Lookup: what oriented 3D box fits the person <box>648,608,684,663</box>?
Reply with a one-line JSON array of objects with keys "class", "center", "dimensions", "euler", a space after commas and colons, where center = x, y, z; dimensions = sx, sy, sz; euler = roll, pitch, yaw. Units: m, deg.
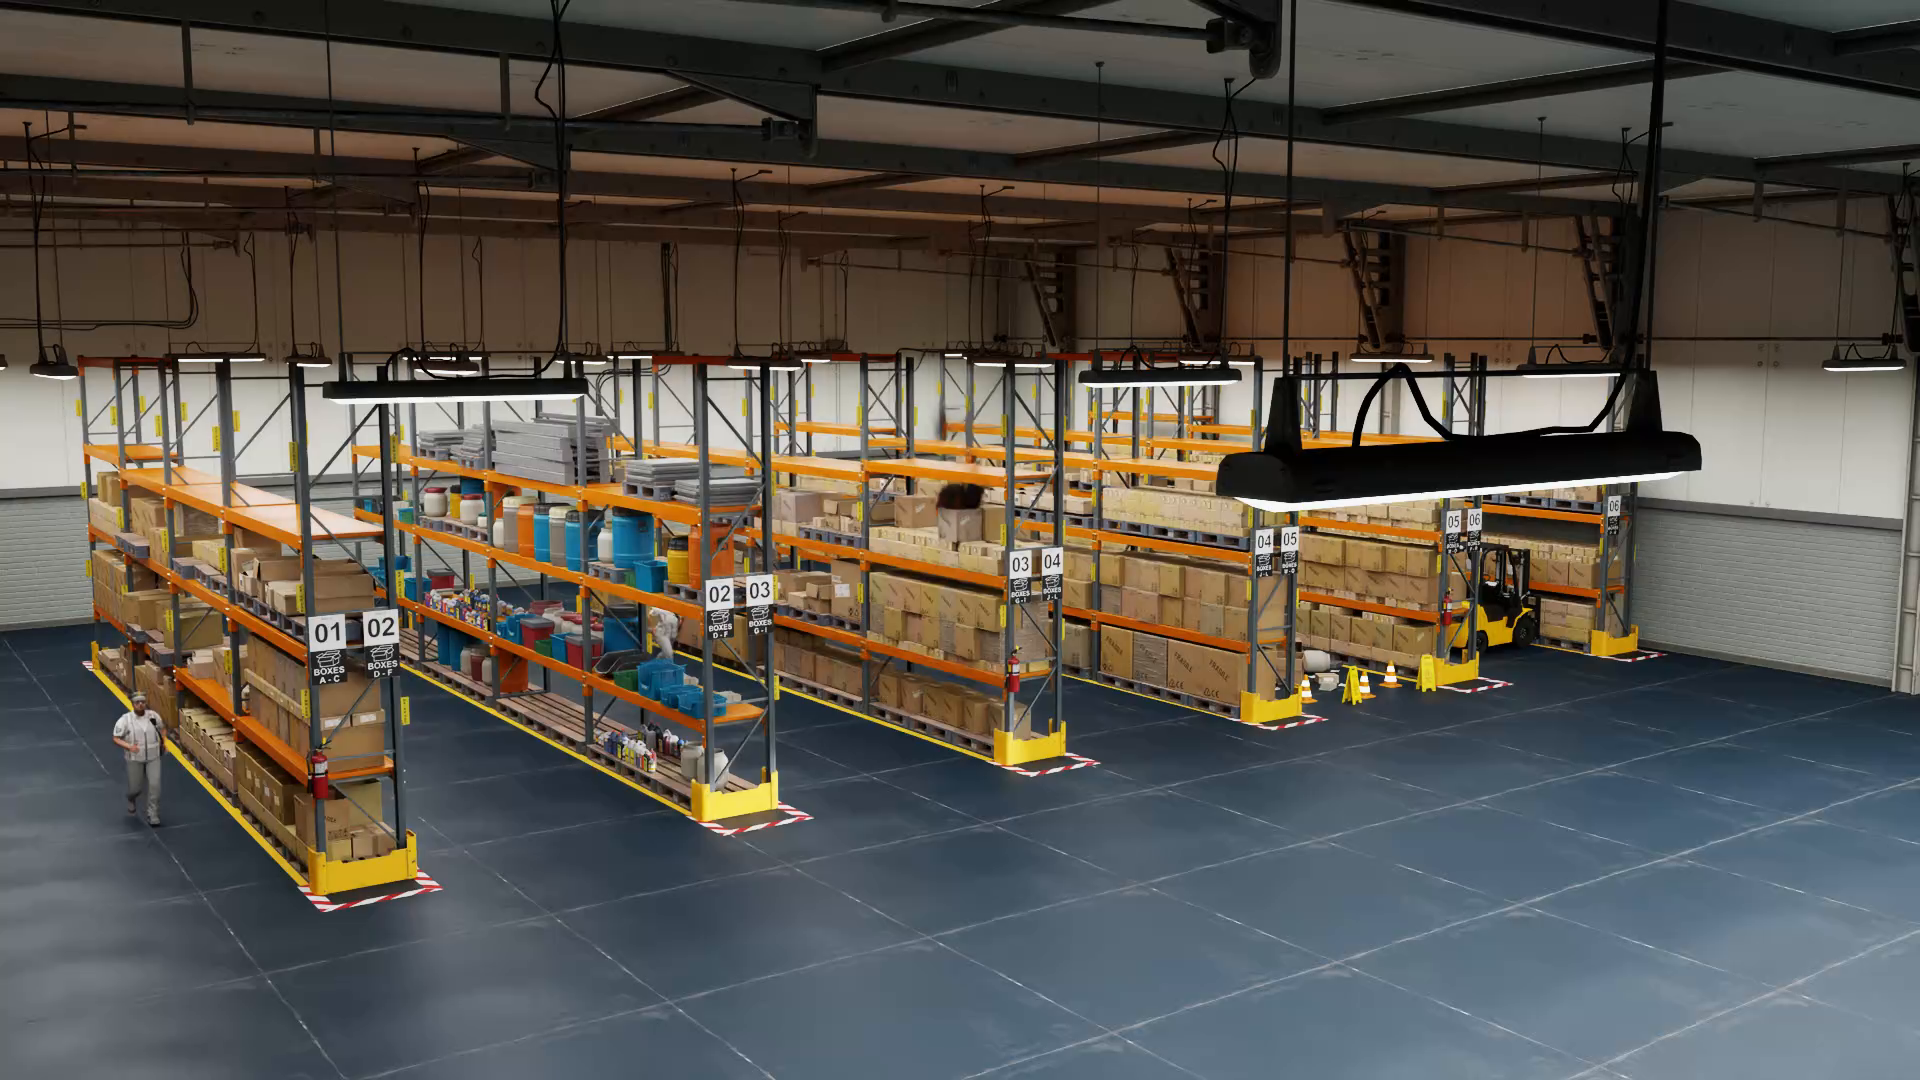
[{"class": "person", "center": [-5.452, 1.814, 30.729], "dimensions": [0.605, 1.679, 0.981], "euler": [-6, 9, -43]}]

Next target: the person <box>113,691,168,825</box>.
[{"class": "person", "center": [-10.719, 2.826, 21.809], "dimensions": [0.674, 1.740, 0.782], "euler": [-6, 9, -40]}]

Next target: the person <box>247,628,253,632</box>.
[{"class": "person", "center": [-13.332, 1.621, 31.575], "dimensions": [0.635, 1.825, 0.794], "euler": [-6, 9, -42]}]
